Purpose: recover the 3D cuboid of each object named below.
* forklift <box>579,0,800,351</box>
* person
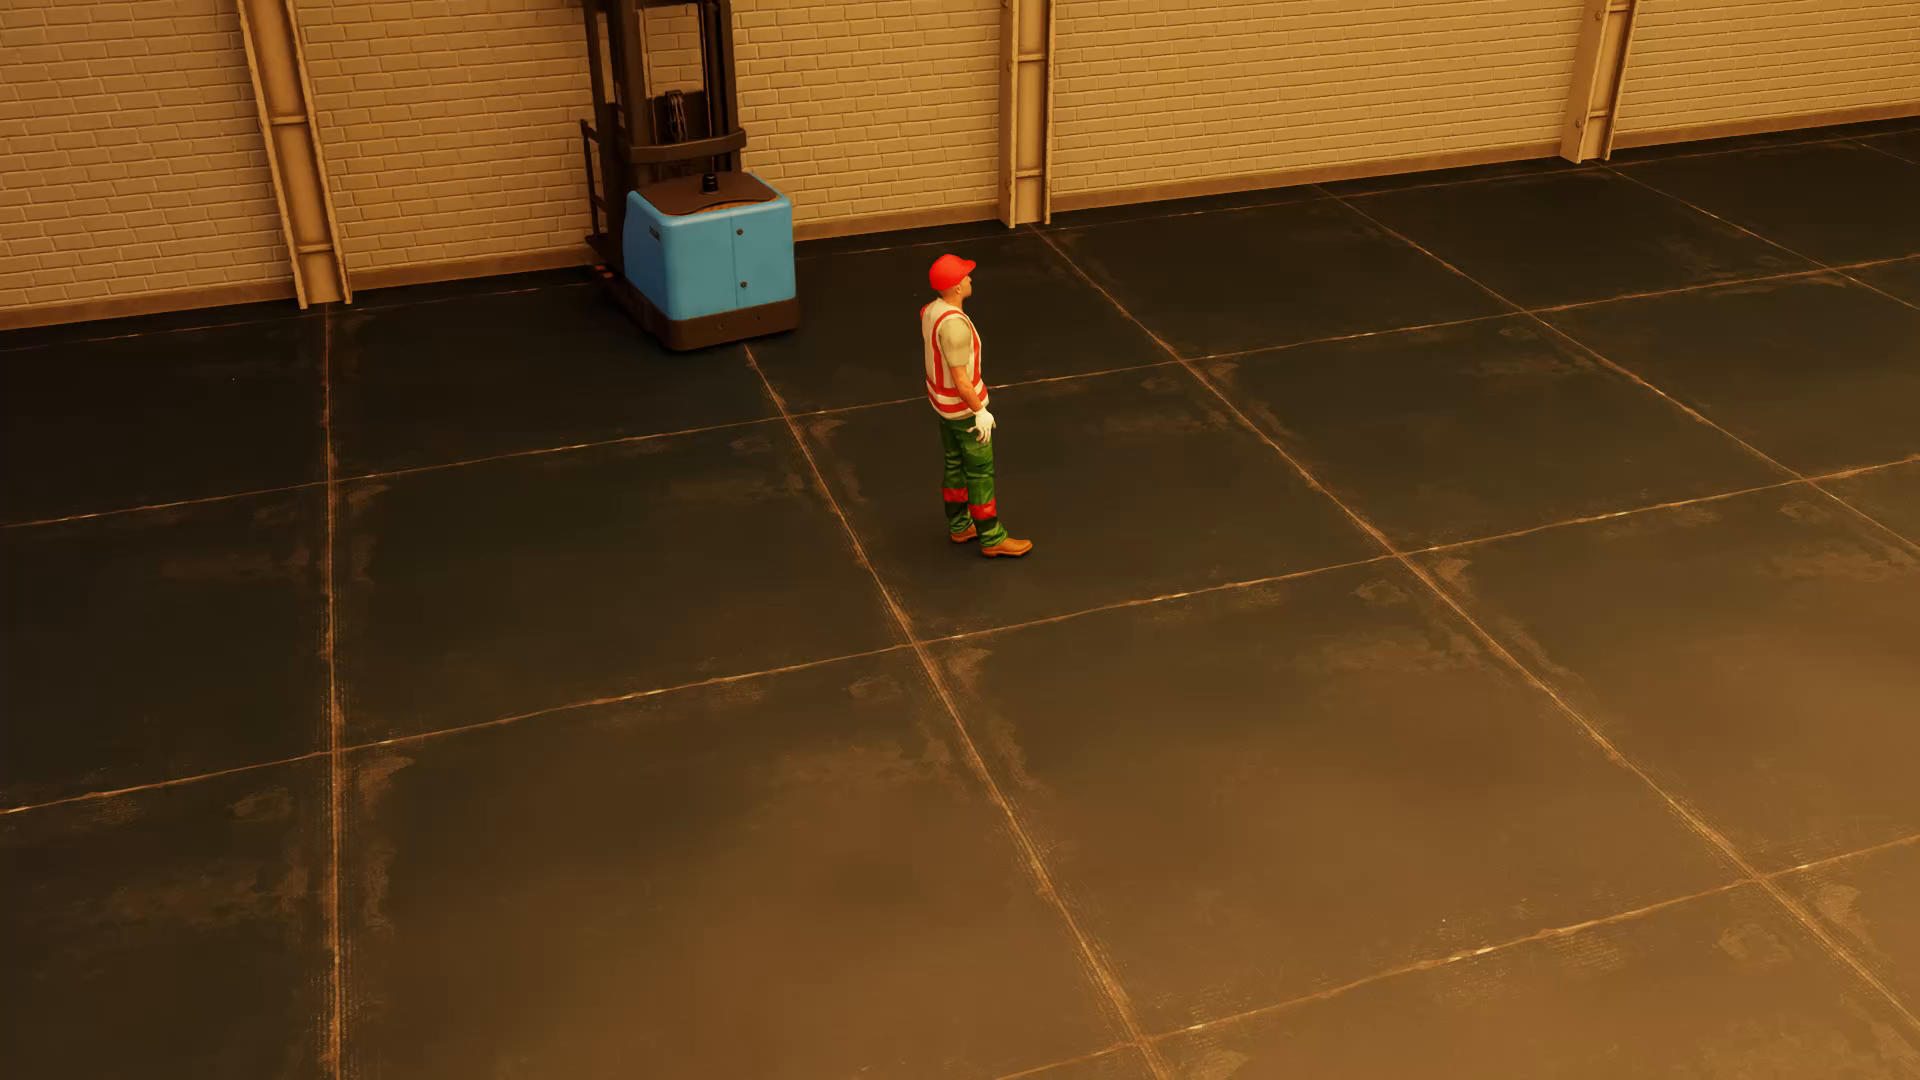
[{"bbox_3d":[-2.379,-3.375,12.953,1.130,2.935,3.031,-15,33,-25],"label":"forklift"},{"bbox_3d":[0.081,-0.789,9.588,0.562,1.790,0.637,-10,31,-16],"label":"person"}]
